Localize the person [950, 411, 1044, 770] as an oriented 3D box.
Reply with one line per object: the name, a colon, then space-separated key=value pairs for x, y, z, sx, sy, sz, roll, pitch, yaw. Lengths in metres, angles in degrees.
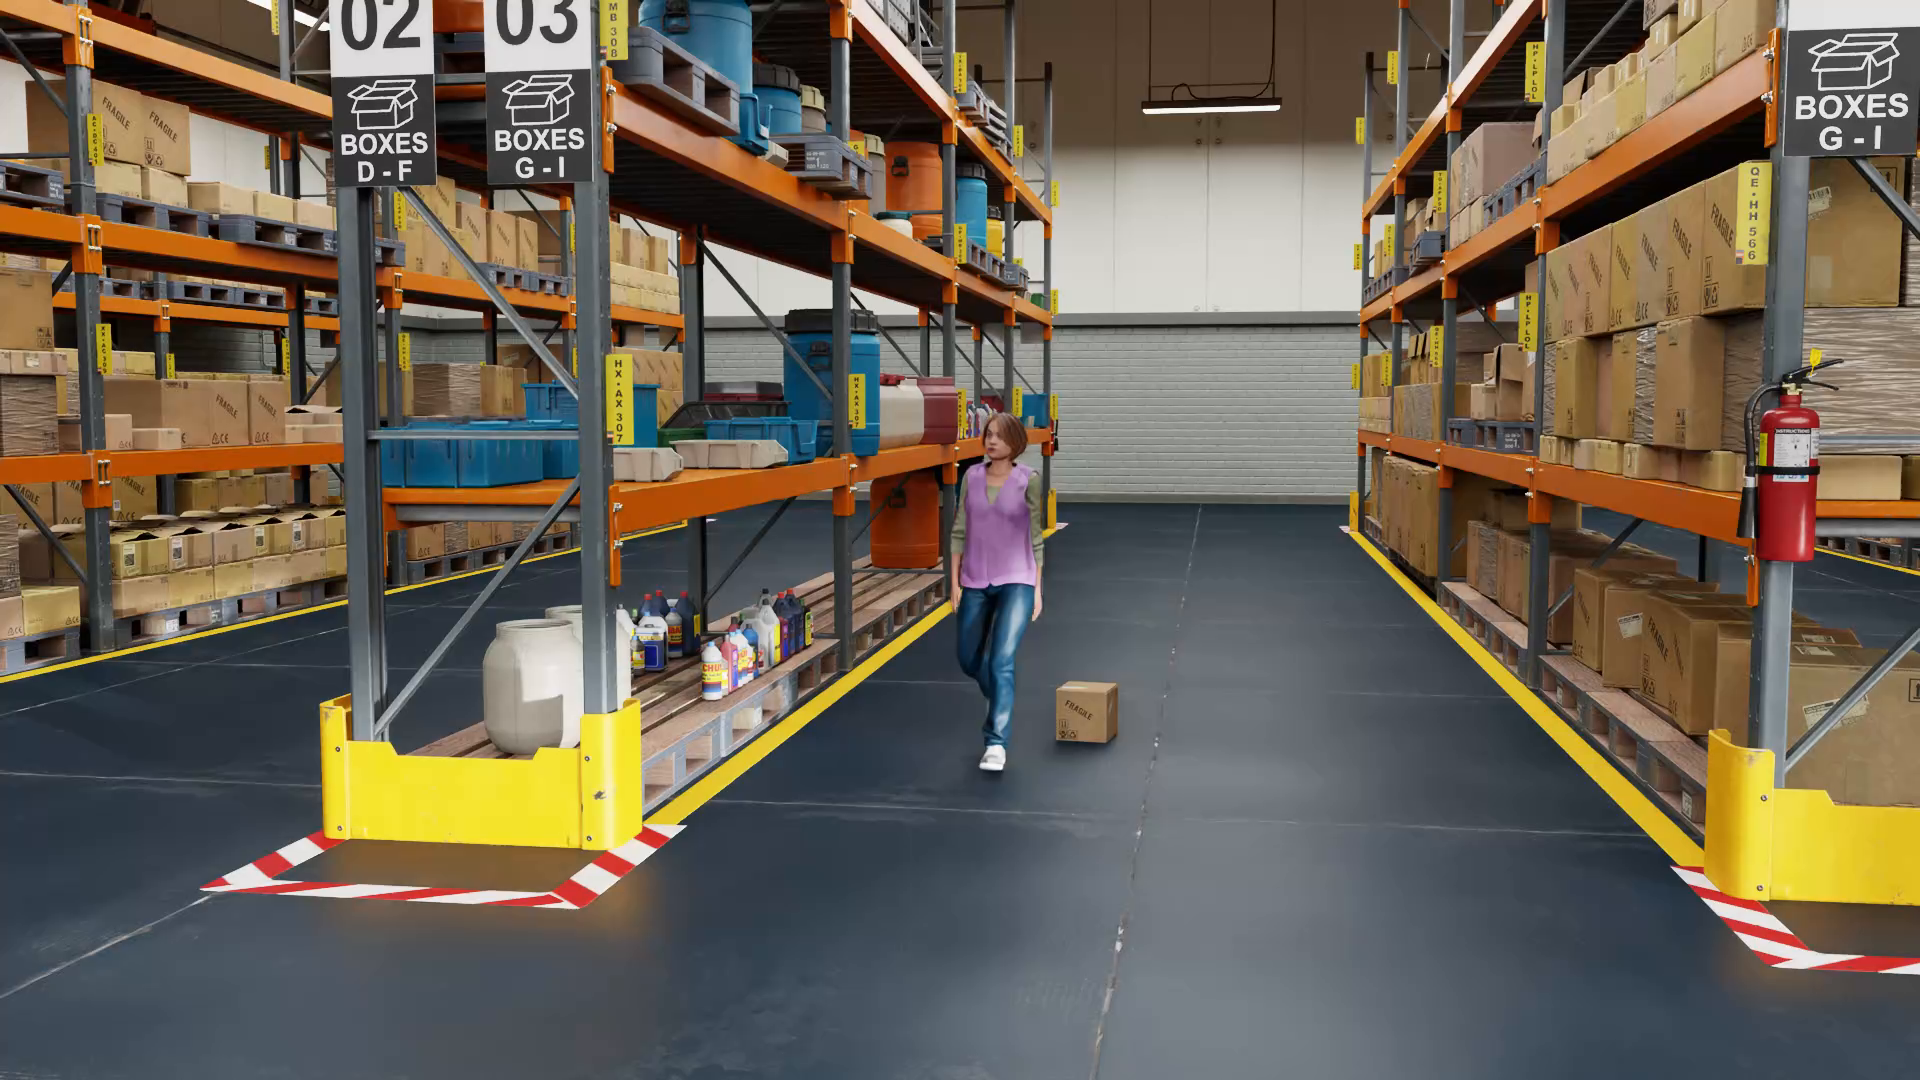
person: x=0.173 y=0.202 z=7.495 sx=0.418 sy=1.564 sz=0.738 roll=2 pitch=5 yaw=19
